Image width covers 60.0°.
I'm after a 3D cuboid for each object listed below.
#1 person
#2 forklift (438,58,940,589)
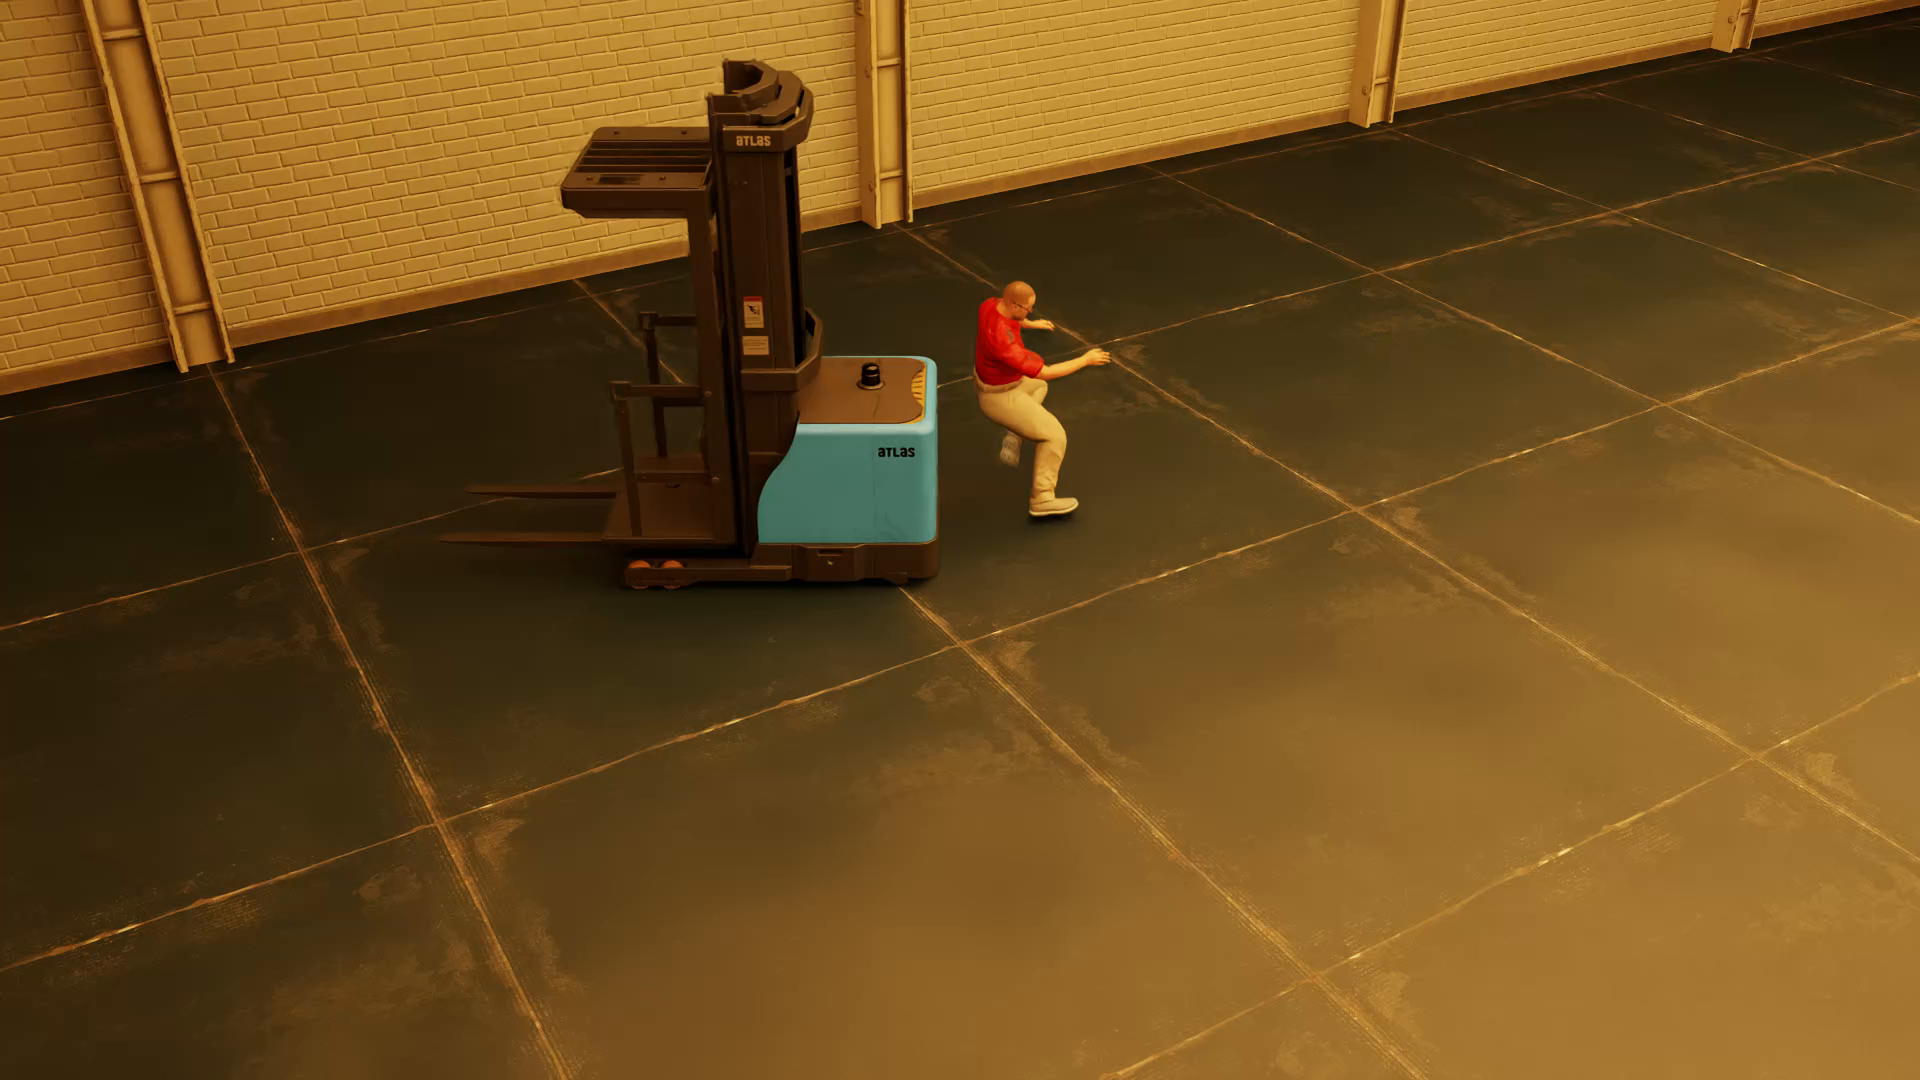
[{"bbox_3d":[0.504,-1.007,10.653,0.798,1.477,0.883,-6,32,-11],"label":"person"},{"bbox_3d":[-1.646,-1.236,9.711,3.031,2.935,1.130,0,31,0],"label":"forklift"}]
